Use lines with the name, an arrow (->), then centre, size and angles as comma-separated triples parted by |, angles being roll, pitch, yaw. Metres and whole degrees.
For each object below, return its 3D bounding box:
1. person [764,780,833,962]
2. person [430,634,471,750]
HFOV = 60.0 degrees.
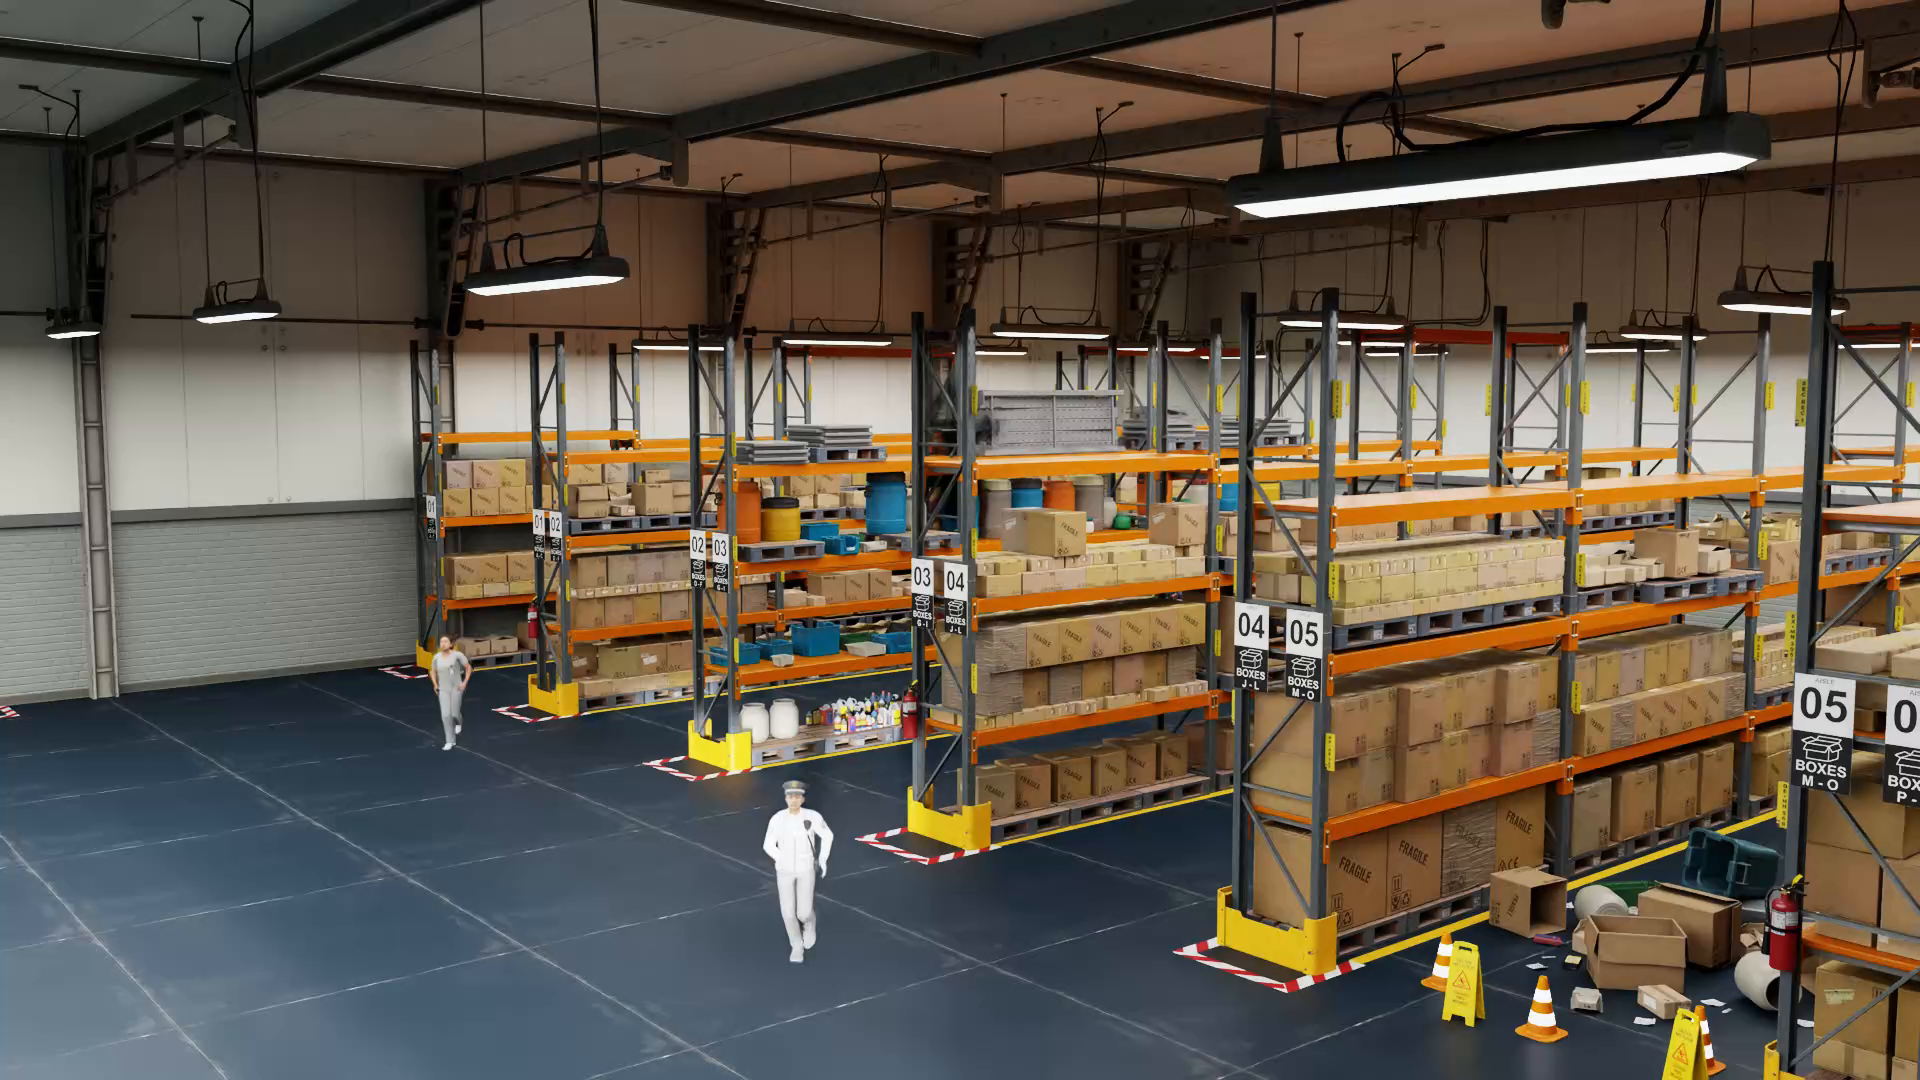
person -> -1.458, 2.970, 14.866 | 0.603, 1.654, 0.536 | 0, 5, 2
person -> -7.295, 2.150, 23.876 | 0.572, 1.652, 0.638 | 0, 5, -3
